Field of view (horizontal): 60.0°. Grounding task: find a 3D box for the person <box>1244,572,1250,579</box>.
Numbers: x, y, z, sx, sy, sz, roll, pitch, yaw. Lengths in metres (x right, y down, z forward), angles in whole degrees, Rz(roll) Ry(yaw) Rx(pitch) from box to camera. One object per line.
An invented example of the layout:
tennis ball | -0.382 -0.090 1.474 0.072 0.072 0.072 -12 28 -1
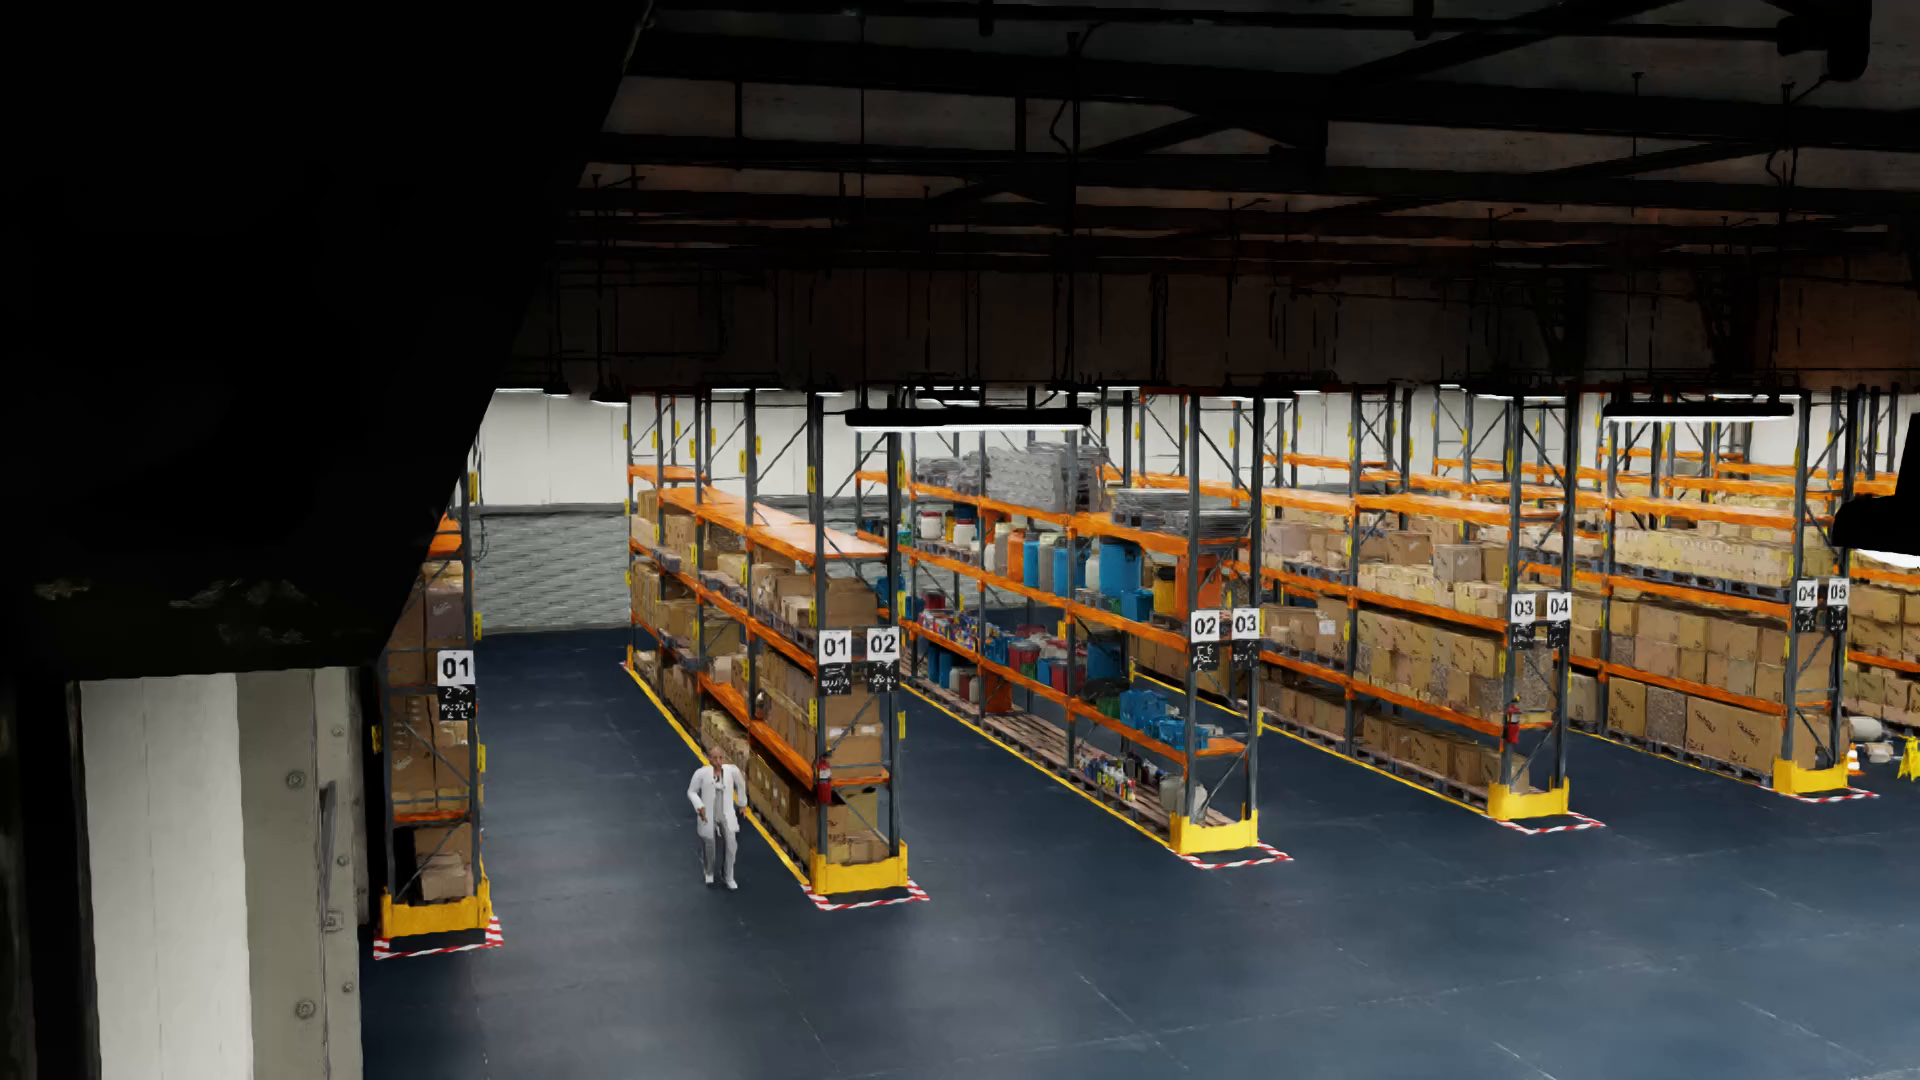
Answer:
person | 7.308 1.134 41.798 0.587 1.753 0.770 2 6 19

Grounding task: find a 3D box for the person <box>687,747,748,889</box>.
person | -2.955 3.368 20.355 0.750 1.737 0.748 -2 6 -14

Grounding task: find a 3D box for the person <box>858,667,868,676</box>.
person | -1.799 2.234 31.878 0.465 1.599 0.401 5 8 40
